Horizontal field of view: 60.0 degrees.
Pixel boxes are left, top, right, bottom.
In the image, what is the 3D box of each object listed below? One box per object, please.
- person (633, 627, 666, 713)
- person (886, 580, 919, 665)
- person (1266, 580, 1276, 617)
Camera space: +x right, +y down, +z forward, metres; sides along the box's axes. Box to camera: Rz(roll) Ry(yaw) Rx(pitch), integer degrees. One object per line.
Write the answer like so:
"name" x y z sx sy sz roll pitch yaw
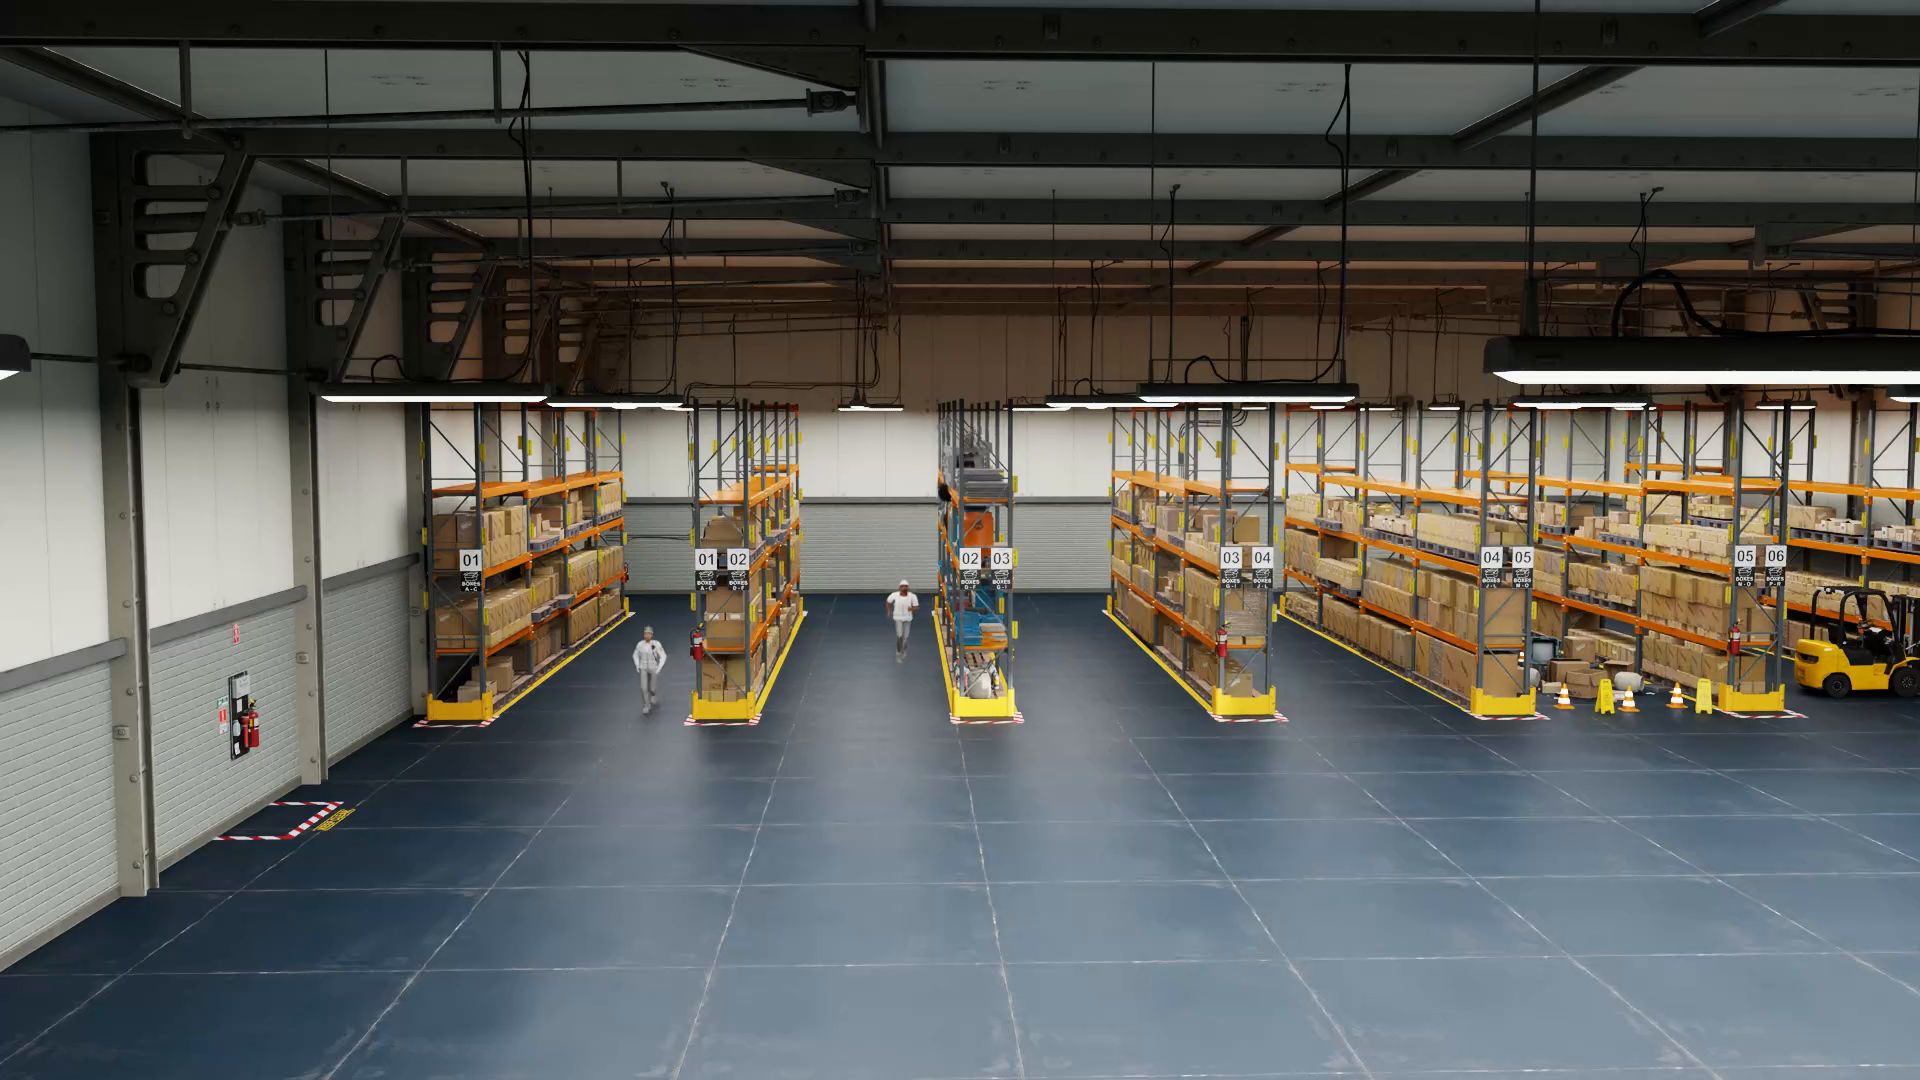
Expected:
"person" -5.985 2.471 32.047 0.644 1.650 0.627 0 4 -3
"person" -1.246 1.800 36.536 0.685 1.841 0.681 -1 4 -10
"person" 8.169 1.543 44.481 0.572 1.629 0.565 0 4 -6
